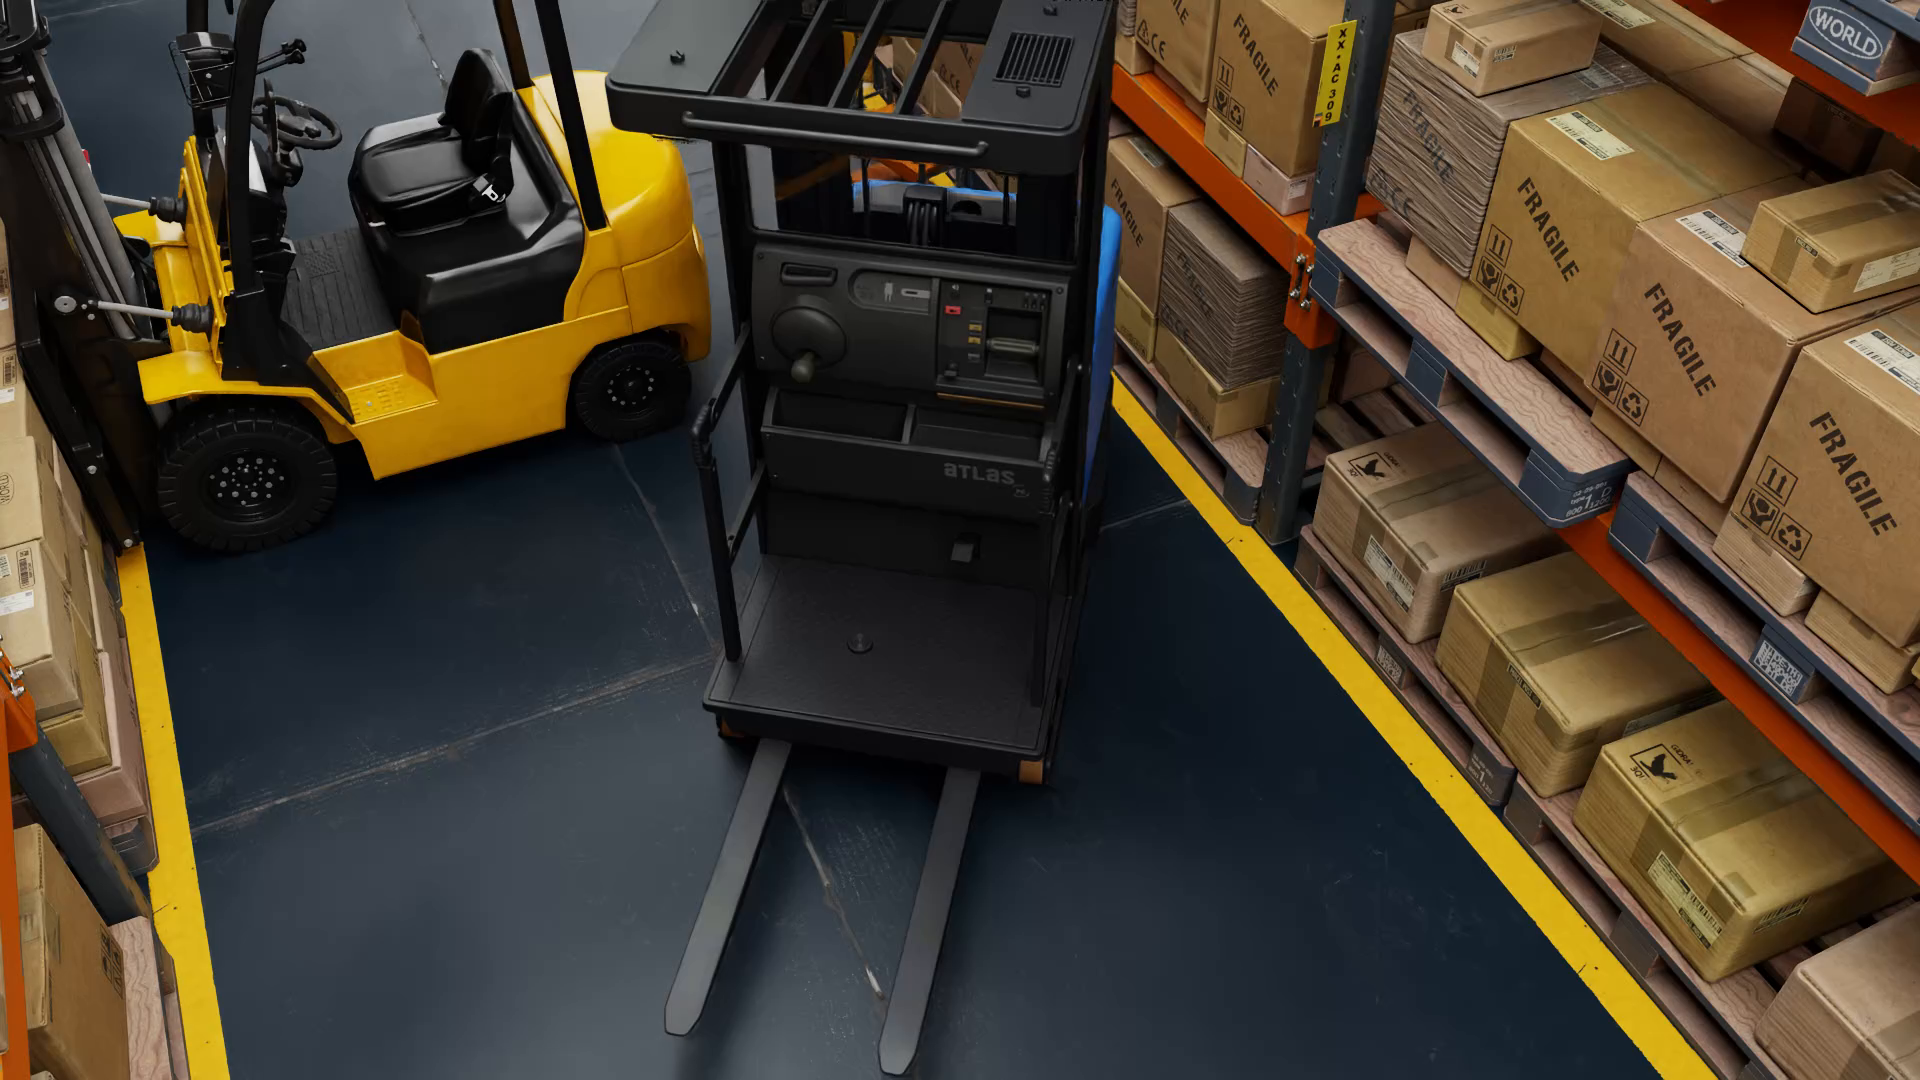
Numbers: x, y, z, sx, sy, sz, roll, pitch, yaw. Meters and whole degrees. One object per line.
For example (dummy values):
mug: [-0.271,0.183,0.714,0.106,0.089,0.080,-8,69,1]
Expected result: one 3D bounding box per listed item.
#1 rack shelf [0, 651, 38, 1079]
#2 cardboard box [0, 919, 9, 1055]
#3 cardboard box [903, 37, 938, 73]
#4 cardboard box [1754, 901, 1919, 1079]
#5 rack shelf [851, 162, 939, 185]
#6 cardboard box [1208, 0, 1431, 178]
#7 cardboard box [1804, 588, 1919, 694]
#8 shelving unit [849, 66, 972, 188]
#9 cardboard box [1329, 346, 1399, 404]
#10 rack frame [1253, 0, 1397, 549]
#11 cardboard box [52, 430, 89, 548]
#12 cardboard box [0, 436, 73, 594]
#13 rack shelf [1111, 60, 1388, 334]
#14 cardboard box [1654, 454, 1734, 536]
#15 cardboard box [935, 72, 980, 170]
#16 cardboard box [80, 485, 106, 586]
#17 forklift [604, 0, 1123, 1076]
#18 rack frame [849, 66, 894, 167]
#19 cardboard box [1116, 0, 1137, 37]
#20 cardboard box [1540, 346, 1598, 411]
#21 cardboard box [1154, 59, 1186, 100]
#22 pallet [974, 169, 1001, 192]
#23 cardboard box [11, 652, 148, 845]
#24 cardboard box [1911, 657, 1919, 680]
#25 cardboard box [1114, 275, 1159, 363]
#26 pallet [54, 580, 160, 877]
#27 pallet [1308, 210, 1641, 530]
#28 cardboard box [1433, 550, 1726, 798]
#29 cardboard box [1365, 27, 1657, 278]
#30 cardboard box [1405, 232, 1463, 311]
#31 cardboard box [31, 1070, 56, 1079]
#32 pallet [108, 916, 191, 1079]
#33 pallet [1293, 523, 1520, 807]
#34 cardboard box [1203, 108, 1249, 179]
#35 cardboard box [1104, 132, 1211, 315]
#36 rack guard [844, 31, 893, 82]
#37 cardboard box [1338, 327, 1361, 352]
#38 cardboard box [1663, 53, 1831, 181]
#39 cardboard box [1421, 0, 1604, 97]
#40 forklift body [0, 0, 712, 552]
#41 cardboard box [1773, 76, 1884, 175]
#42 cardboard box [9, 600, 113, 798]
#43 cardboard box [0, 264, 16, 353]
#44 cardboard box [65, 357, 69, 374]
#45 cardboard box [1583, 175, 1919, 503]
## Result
rack shelf: [-2.070,1.776,2.827,1.077,0.370,4.000,-18,47,-17]
cardboard box: [-2.245,0.861,3.348,0.500,0.250,0.500,-18,47,-18]
cardboard box: [0.008,-2.599,7.873,0.500,0.500,0.500,-20,48,-19]
cardboard box: [2.727,1.281,4.388,0.950,0.372,0.625,-19,48,-18]
rack shelf: [-0.205,-1.314,6.504,0.258,0.148,0.480,-29,52,-27]
cardboard box: [1.179,-1.574,5.427,0.500,0.500,0.500,-19,48,-18]
cardboard box: [2.198,0.162,3.830,0.380,0.149,0.250,-19,48,-19]
shelving unit: [-0.205,-1.202,6.614,0.258,1.200,0.503,-29,52,-27]
cardboard box: [1.588,-0.850,6.634,0.500,0.250,0.500,-20,48,-19]
rack frame: [1.591,-1.223,5.354,1.000,3.000,0.127,-18,47,-17]
cardboard box: [-3.249,-0.147,5.566,0.500,0.250,0.500,-18,48,-18]
cardboard box: [-3.035,-0.011,5.073,0.500,0.250,0.500,-18,47,-17]
rack shelf: [0.750,-2.242,6.898,1.077,0.370,4.000,-18,47,-17]
cardboard box: [1.995,-0.184,4.180,0.380,0.149,0.250,-18,47,-17]
cardboard box: [0.205,-2.020,7.820,0.500,0.250,0.500,-16,47,-16]
cardboard box: [-3.271,0.026,5.746,0.500,0.250,0.500,-17,47,-17]
forklift: [-0.192,-0.532,4.702,1.130,2.935,3.031,8,45,8]
rack frame: [-0.357,-1.336,6.749,0.240,1.200,0.015,-29,52,-27]
cardboard box: [0.734,-2.230,6.091,0.500,0.500,0.500,-17,47,-16]
cardboard box: [1.823,-0.518,4.519,0.380,0.149,0.250,-15,47,-15]
cardboard box: [0.938,-1.757,6.074,0.380,0.149,0.250,-19,48,-18]
pallet: [0.760,-1.427,7.546,1.003,0.211,1.213,-18,47,-17]
cardboard box: [-2.814,0.668,5.096,0.500,0.250,0.500,-18,47,-17]
cardboard box: [2.389,0.180,3.350,0.500,0.500,0.500,-21,48,-20]
cardboard box: [0.866,-1.028,6.815,0.500,0.250,0.500,-19,48,-18]
pallet: [-3.207,0.718,5.371,1.003,0.211,1.213,-18,47,-17]
pallet: [1.781,-0.625,4.884,1.003,0.211,1.213,-18,47,-17]
cardboard box: [2.119,0.353,5.328,0.950,0.372,0.625,-15,47,-15]
cardboard box: [1.528,-1.131,4.678,0.500,0.500,0.500,-17,47,-16]
cardboard box: [1.537,-0.838,4.843,0.380,0.149,0.250,-17,47,-17]
cardboard box: [-2.362,1.767,3.715,0.875,0.625,0.625,-18,48,-18]
pallet: [-2.566,1.696,4.381,1.003,0.211,1.213,-18,47,-17]
pallet: [1.920,0.265,5.831,1.003,0.211,1.213,-18,47,-17]
cardboard box: [1.068,-1.405,5.718,0.380,0.149,0.250,-17,47,-17]
cardboard box: [0.884,-1.282,6.539,0.500,0.500,0.500,-17,47,-17]
rack guard: [-0.059,-2.834,8.766,1.175,0.500,0.348,-18,47,-17]
cardboard box: [1.588,-1.117,6.371,0.500,0.500,0.500,-16,47,-16]
cardboard box: [2.203,-0.972,4.517,0.500,0.500,0.500,-18,47,-17]
cardboard box: [1.468,-1.341,4.429,0.380,0.149,0.250,-18,47,-18]
forklift body: [-2.140,-1.332,6.069,2.313,2.155,1.214,-18,47,-17]
cardboard box: [2.292,-1.082,4.167,0.380,0.149,0.250,-19,48,-19]
cardboard box: [-2.834,0.497,4.913,0.500,0.250,0.500,-18,47,-18]
cardboard box: [-3.469,-0.662,5.732,0.500,0.250,0.500,-19,48,-18]
cardboard box: [-3.667,-0.789,6.217,0.500,0.250,0.500,-19,48,-18]
cardboard box: [1.935,-0.493,4.032,0.500,0.500,0.500,-18,47,-18]
